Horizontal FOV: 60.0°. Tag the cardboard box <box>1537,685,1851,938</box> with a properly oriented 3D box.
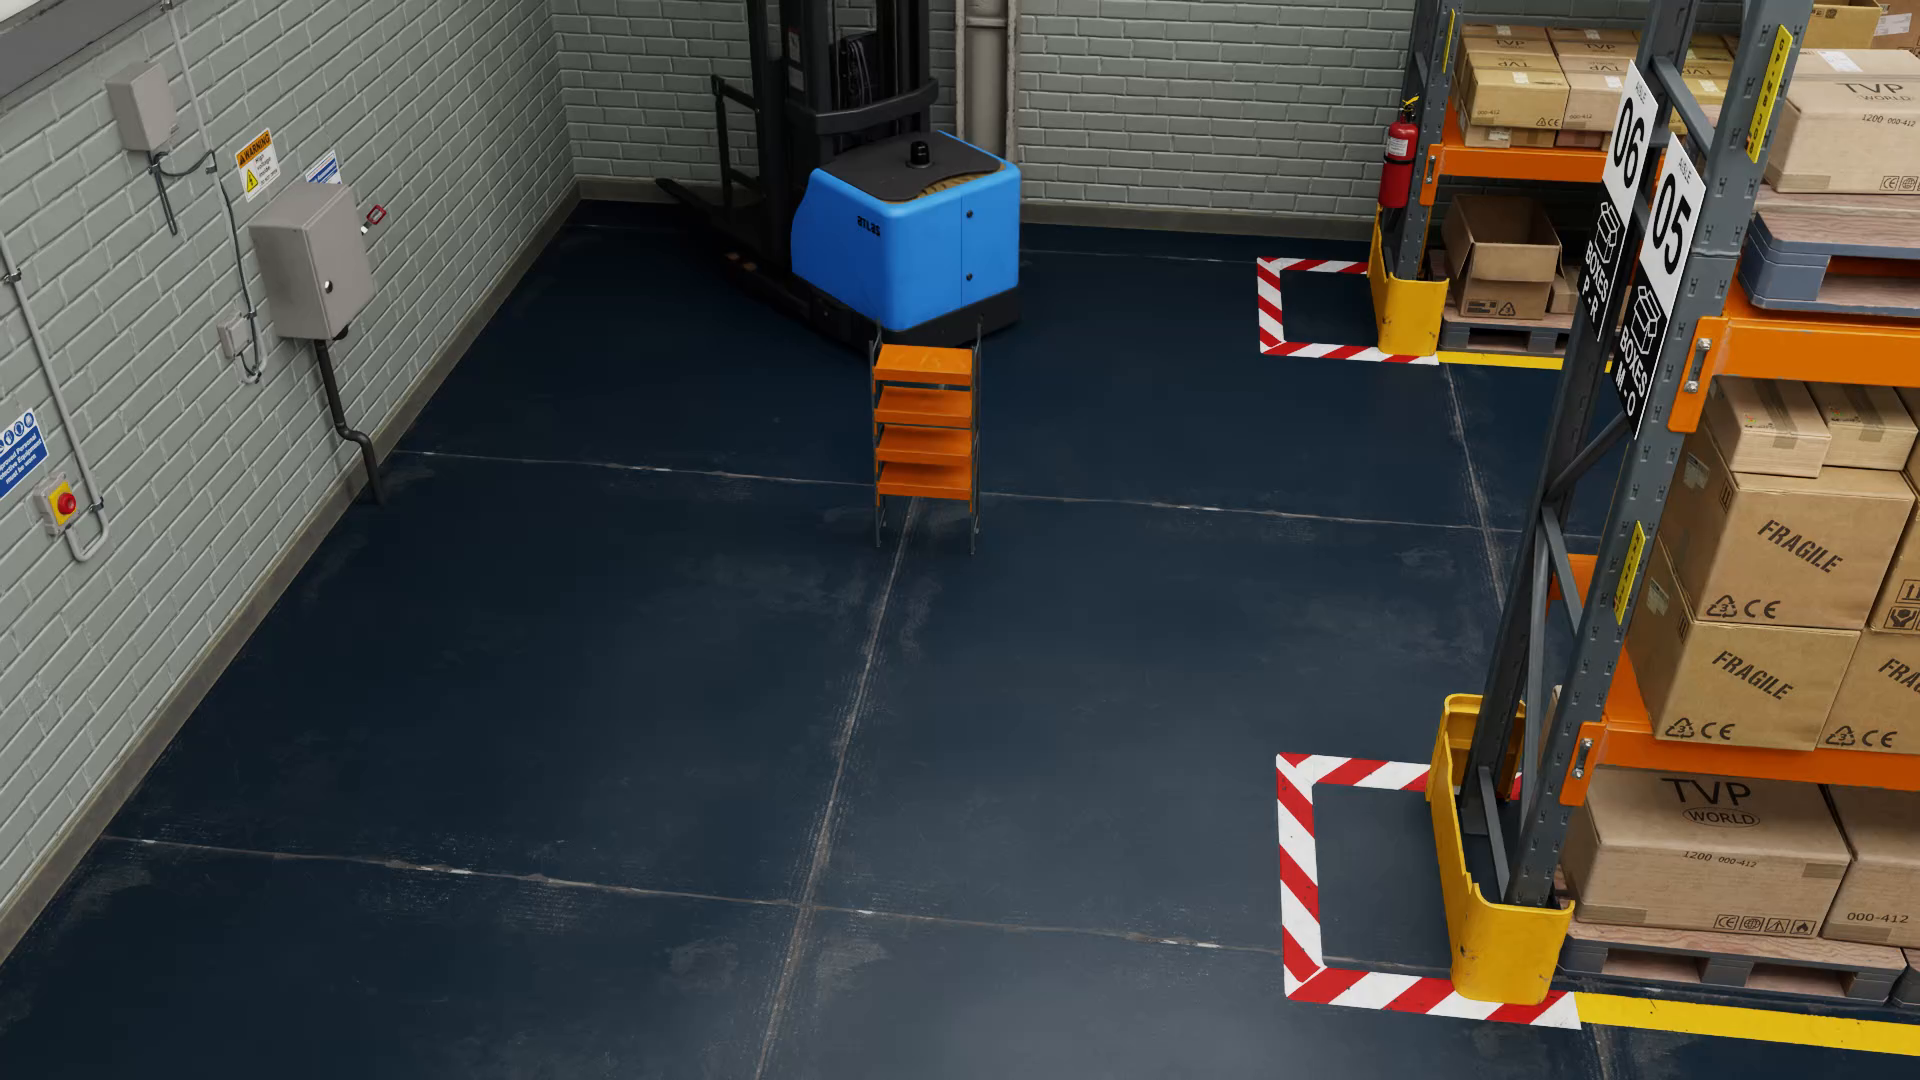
[{"bbox_3d":[2.782,1.030,6.425,0.875,0.438,0.875,3,36,4],"label":"cardboard box"}]

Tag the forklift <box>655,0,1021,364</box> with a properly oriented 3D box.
[{"bbox_3d":[-0.947,-3.014,10.307,1.130,2.935,3.031,-26,43,-31],"label":"forklift"}]

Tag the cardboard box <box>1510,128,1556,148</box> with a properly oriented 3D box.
[{"bbox_3d":[3.292,-2.416,9.627,0.250,0.149,0.380,5,36,7],"label":"cardboard box"}]

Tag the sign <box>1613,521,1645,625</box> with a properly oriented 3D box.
[{"bbox_3d":[2.038,0.102,5.069,0.005,0.325,0.100,4,36,6],"label":"sign"}]

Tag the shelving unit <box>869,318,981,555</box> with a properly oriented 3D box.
[{"bbox_3d":[-0.164,-0.501,8.276,0.503,1.200,0.258,4,36,6],"label":"shelving unit"}]

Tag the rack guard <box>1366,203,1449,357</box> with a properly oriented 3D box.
[{"bbox_3d":[2.819,-1.670,10.517,0.348,0.500,1.175,4,36,6],"label":"rack guard"}]

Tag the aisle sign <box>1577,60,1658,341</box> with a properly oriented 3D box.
[{"bbox_3d":[2.083,-1.075,5.293,0.004,0.787,0.394,4,36,6],"label":"aisle sign"}]

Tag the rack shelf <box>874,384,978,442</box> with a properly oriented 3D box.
[{"bbox_3d":[-0.164,-0.628,8.185,0.480,0.148,0.258,4,36,6],"label":"rack shelf"}]

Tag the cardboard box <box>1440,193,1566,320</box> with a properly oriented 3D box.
[{"bbox_3d":[3.338,-1.748,10.262,0.637,0.503,0.797,3,36,4],"label":"cardboard box"}]

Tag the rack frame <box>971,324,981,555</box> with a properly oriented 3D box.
[{"bbox_3d":[0.078,-0.483,8.250,0.015,1.200,0.240,4,36,6],"label":"rack frame"}]

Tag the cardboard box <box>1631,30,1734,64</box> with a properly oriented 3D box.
[{"bbox_3d":[4.235,-2.794,9.812,0.500,0.250,0.500,5,36,7],"label":"cardboard box"}]

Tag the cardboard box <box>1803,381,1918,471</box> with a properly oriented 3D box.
[{"bbox_3d":[2.701,-0.380,5.053,0.250,0.149,0.380,5,36,7],"label":"cardboard box"}]

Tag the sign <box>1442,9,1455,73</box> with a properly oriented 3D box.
[{"bbox_3d":[2.674,-2.733,9.109,0.005,0.325,0.100,4,36,6],"label":"sign"}]

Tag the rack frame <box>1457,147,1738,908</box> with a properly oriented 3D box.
[{"bbox_3d":[2.115,0.167,5.791,0.127,3.000,1.000,4,36,6],"label":"rack frame"}]

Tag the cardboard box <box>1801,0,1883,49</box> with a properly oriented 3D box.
[{"bbox_3d":[4.647,-2.759,9.118,0.500,0.500,0.500,5,36,7],"label":"cardboard box"}]

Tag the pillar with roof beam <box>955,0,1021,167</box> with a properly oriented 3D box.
[{"bbox_3d":[-0.365,-3.373,5.587,0.400,9.000,9.100,4,36,6],"label":"pillar with roof beam"}]

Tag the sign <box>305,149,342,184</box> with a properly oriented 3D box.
[{"bbox_3d":[-3.211,-1.697,8.485,0.001,0.494,0.329,4,36,6],"label":"sign"}]

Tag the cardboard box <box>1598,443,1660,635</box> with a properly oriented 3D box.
[{"bbox_3d":[2.627,0.010,5.925,0.500,0.500,0.500,4,36,6],"label":"cardboard box"}]

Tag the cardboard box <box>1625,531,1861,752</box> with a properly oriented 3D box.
[{"bbox_3d":[2.554,0.328,5.480,0.500,0.500,0.500,4,36,6],"label":"cardboard box"}]

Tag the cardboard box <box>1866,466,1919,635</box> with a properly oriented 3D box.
[{"bbox_3d":[3.068,-0.047,5.143,0.500,0.500,0.500,3,36,5],"label":"cardboard box"}]

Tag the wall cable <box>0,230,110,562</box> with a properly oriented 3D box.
[{"bbox_3d":[-3.481,-0.663,6.052,0.123,1.953,0.585,4,36,6],"label":"wall cable"}]

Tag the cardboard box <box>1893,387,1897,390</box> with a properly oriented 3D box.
[{"bbox_3d":[3.145,-0.360,5.583,0.500,0.500,0.500,4,36,6],"label":"cardboard box"}]

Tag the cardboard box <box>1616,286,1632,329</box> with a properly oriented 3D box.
[{"bbox_3d":[4.181,-1.661,10.142,0.500,0.500,0.700,6,36,8],"label":"cardboard box"}]

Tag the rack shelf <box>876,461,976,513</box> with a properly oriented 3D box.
[{"bbox_3d":[-0.164,-0.284,8.430,0.480,0.148,0.258,4,36,6],"label":"rack shelf"}]

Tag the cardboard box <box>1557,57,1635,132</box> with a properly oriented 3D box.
[{"bbox_3d":[3.659,-2.527,9.439,0.500,0.250,0.500,5,36,6],"label":"cardboard box"}]

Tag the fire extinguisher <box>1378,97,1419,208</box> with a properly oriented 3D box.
[{"bbox_3d":[2.538,-2.254,9.571,0.183,0.674,0.296,4,36,6],"label":"fire extinguisher"}]

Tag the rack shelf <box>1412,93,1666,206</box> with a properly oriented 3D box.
[{"bbox_3d":[4.727,-2.252,9.800,4.000,0.370,1.077,4,36,6],"label":"rack shelf"}]

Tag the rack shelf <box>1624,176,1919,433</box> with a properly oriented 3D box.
[{"bbox_3d":[4.098,-0.613,4.921,4.000,0.370,1.077,4,36,6],"label":"rack shelf"}]

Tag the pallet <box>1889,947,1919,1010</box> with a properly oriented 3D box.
[{"bbox_3d":[4.124,1.408,6.452,1.213,0.211,1.003,4,36,6],"label":"pallet"}]

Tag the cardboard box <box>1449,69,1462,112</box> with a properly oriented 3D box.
[{"bbox_3d":[3.106,-2.721,10.054,0.250,0.149,0.380,4,36,5],"label":"cardboard box"}]

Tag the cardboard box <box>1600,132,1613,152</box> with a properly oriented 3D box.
[{"bbox_3d":[3.800,-2.363,9.552,0.250,0.149,0.380,5,36,7],"label":"cardboard box"}]

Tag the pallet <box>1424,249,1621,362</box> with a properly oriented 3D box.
[{"bbox_3d":[3.609,-1.494,10.519,1.213,0.211,1.003,4,36,6],"label":"pallet"}]

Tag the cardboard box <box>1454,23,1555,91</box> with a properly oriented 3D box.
[{"bbox_3d":[3.233,-2.872,9.922,0.500,0.250,0.500,5,36,7],"label":"cardboard box"}]
